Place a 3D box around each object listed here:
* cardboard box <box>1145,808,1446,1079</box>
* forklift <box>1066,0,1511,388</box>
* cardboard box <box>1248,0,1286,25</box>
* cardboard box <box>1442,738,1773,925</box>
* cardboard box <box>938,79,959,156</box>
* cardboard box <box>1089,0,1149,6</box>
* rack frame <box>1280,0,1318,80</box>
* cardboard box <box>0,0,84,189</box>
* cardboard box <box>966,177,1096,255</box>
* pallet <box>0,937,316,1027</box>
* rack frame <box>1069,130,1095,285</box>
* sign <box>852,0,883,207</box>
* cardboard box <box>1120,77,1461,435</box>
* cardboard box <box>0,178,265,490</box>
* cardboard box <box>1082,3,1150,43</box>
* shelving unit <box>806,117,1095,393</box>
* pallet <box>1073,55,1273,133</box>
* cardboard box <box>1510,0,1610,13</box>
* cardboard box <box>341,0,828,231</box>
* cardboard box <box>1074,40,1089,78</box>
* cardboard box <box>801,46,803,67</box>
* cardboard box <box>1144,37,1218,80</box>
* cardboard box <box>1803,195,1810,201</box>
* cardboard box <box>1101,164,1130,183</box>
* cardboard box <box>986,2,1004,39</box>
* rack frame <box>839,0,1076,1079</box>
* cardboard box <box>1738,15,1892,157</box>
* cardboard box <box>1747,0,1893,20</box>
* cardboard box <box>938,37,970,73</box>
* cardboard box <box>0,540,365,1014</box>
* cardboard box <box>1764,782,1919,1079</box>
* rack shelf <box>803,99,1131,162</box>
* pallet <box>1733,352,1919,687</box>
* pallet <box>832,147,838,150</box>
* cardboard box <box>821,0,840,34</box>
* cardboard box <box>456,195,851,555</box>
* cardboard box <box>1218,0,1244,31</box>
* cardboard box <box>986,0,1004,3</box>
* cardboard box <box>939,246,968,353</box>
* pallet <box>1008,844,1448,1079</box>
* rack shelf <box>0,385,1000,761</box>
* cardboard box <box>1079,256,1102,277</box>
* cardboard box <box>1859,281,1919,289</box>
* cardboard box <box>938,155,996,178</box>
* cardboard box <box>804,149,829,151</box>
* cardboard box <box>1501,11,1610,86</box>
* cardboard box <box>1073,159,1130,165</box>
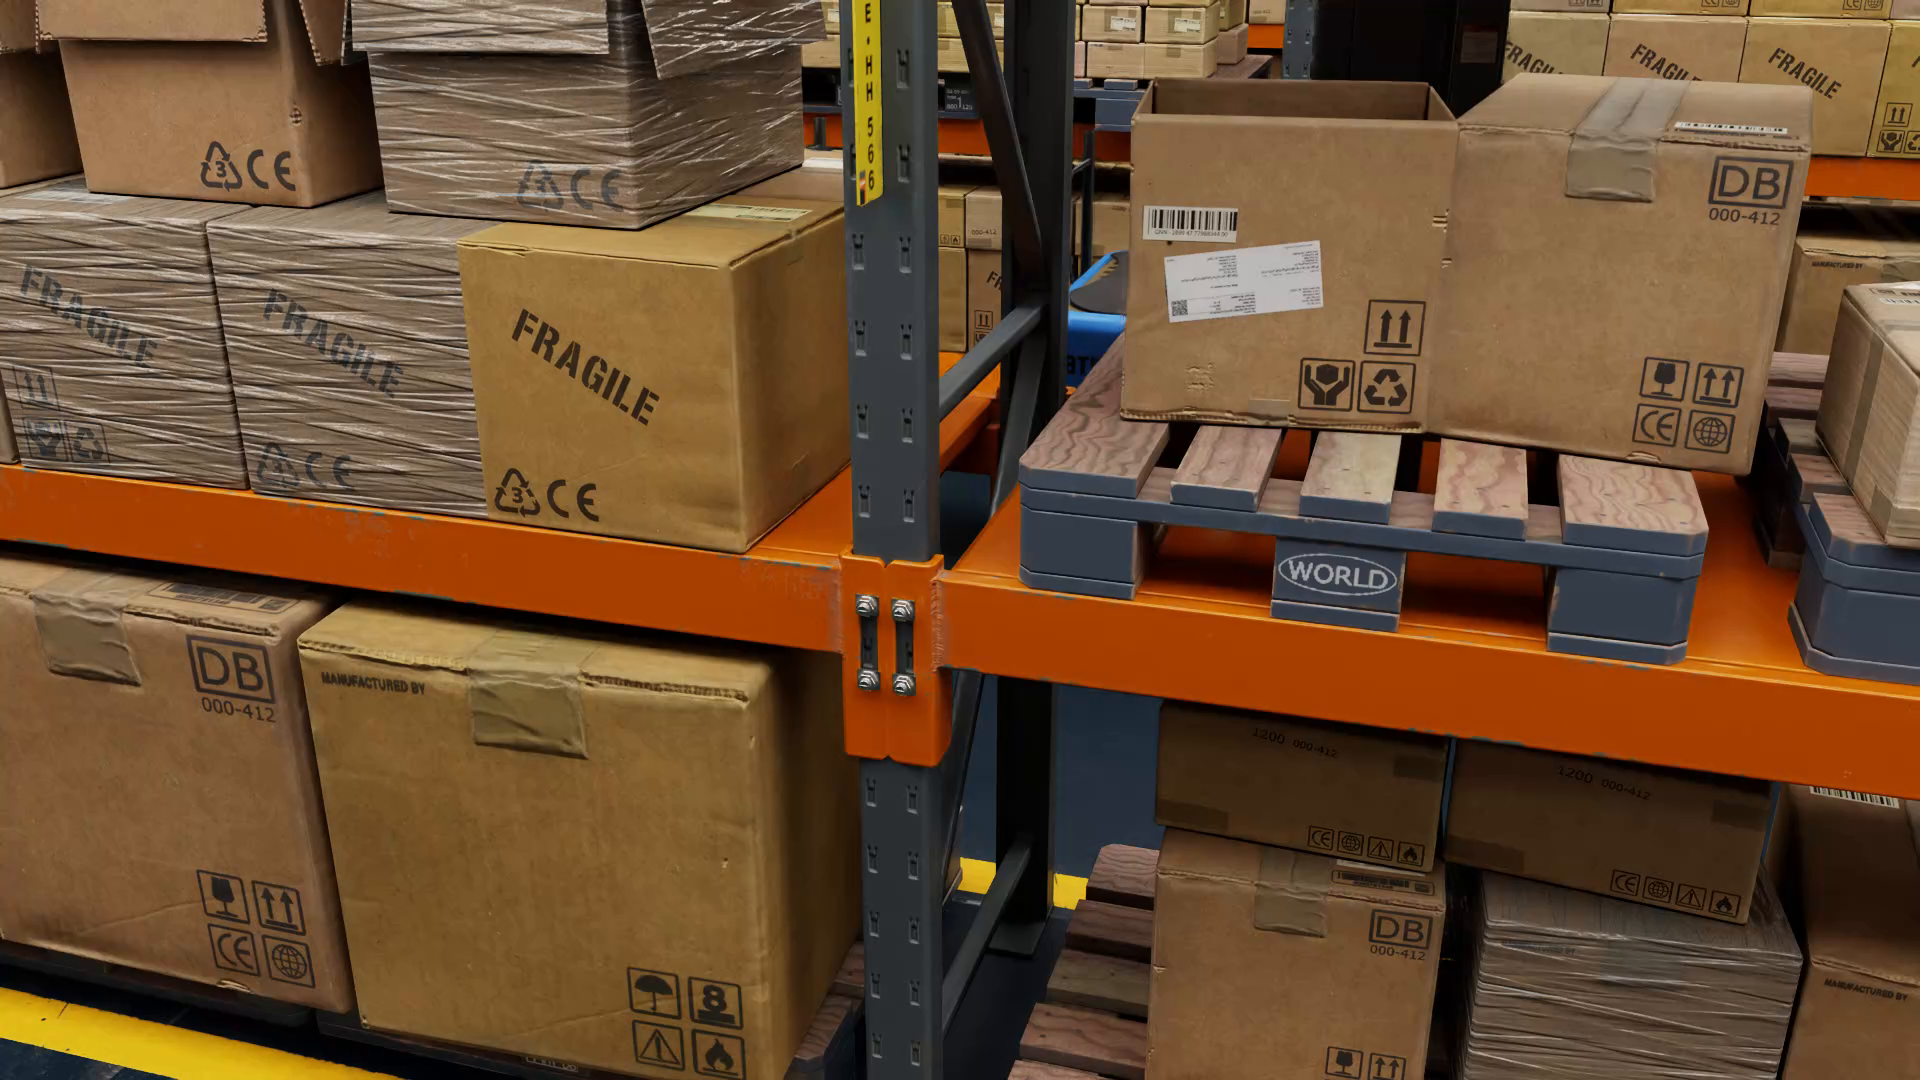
[{"bbox_3d":[0.673,0.706,3.310,0.500,0.500,0.700,5,23,13],"label":"cardboard box"},{"bbox_3d":[1.804,-1.075,5.029,3.031,2.935,1.130,7,23,17],"label":"forklift"},{"bbox_3d":[2.330,-3.805,11.792,0.500,0.250,0.500,6,23,14],"label":"cardboard box"},{"bbox_3d":[1.187,0.410,3.044,0.500,0.250,0.500,9,24,21],"label":"cardboard box"},{"bbox_3d":[-0.324,-3.524,13.156,0.875,0.875,0.875,7,23,17],"label":"cardboard box"},{"bbox_3d":[0.714,-2.373,7.096,0.250,0.149,0.380,6,23,15],"label":"cardboard box"},{"bbox_3d":[1.556,-2.104,7.447,0.127,3.000,1.000,7,23,16],"label":"rack frame"},{"bbox_3d":[-1.936,-1.053,3.431,0.637,0.503,0.797,7,23,17],"label":"cardboard box"},{"bbox_3d":[0.339,-1.520,7.775,0.500,0.250,0.500,7,23,16],"label":"cardboard box"},{"bbox_3d":[-1.871,0.729,4.215,1.213,0.211,1.003,7,23,16],"label":"pallet"},{"bbox_3d":[0.382,-0.648,5.875,0.032,1.500,0.500,7,23,17],"label":"rack frame"},{"bbox_3d":[-0.131,-0.647,2.368,0.005,0.325,0.100,7,23,16],"label":"sign"},{"bbox_3d":[0.555,-0.509,2.873,0.500,0.500,0.500,4,23,9],"label":"cardboard box"},{"bbox_3d":[-1.492,-0.436,3.248,0.500,0.500,0.500,6,23,14],"label":"cardboard box"},{"bbox_3d":[0.695,-2.237,7.157,0.250,0.149,0.380,7,23,18],"label":"cardboard box"},{"bbox_3d":[-0.110,-0.710,6.024,1.083,1.500,0.587,7,23,17],"label":"shelving unit"},{"bbox_3d":[0.843,-2.055,7.579,1.003,0.211,1.213,7,23,16],"label":"pallet"},{"bbox_3d":[2.467,-2.505,6.975,0.500,0.500,0.700,6,23,15],"label":"cardboard box"},{"bbox_3d":[-0.669,-0.909,3.081,0.637,0.503,0.797,7,23,17],"label":"cardboard box"},{"bbox_3d":[0.467,-2.125,7.276,0.250,0.149,0.380,7,23,16],"label":"cardboard box"},{"bbox_3d":[-0.778,-2.269,7.627,0.250,0.149,0.380,6,23,15],"label":"cardboard box"},{"bbox_3d":[0.951,-2.069,7.139,0.250,0.149,0.380,7,23,16],"label":"cardboard box"},{"bbox_3d":[5.526,-2.588,11.535,0.625,0.372,0.950,8,24,19],"label":"cardboard box"},{"bbox_3d":[0.965,-1.652,8.098,0.500,0.250,0.500,5,23,13],"label":"cardboard box"},{"bbox_3d":[0.203,-2.292,7.292,0.250,0.149,0.380,7,23,16],"label":"cardboard box"},{"bbox_3d":[0.026,-0.313,3.080,0.127,3.000,1.000,7,23,16],"label":"rack frame"},{"bbox_3d":[3.354,-1.837,6.665,0.500,0.500,0.500,6,23,15],"label":"cardboard box"},{"bbox_3d":[3.448,-2.394,6.704,0.500,0.500,0.700,6,23,15],"label":"cardboard box"},{"bbox_3d":[-0.029,-2.183,7.416,0.250,0.149,0.380,6,23,13],"label":"cardboard box"},{"bbox_3d":[-1.480,0.292,3.852,0.875,0.875,1.225,7,23,16],"label":"cardboard box"},{"bbox_3d":[1.753,0.822,3.028,0.500,0.500,0.700,9,24,20],"label":"cardboard box"},{"bbox_3d":[-0.359,-1.990,8.118,4.000,0.370,1.077,7,23,16],"label":"rack shelf"},{"bbox_3d":[1.933,-0.022,2.624,1.213,0.211,1.003,7,23,16],"label":"pallet"},{"bbox_3d":[-1.646,-3.174,13.729,1.213,0.211,1.003,7,23,16],"label":"pallet"},{"bbox_3d":[-0.532,-2.377,7.498,0.250,0.149,0.380,6,23,14],"label":"cardboard box"},{"bbox_3d":[-0.518,-0.323,2.974,0.500,0.500,0.500,7,23,17],"label":"cardboard box"},{"bbox_3d":[1.151,-2.446,7.665,0.250,0.149,0.380,8,24,18],"label":"cardboard box"},{"bbox_3d":[0.207,-2.429,7.234,0.250,0.149,0.380,7,23,17],"label":"cardboard box"},{"bbox_3d":[-0.157,-1.229,8.055,0.500,0.500,0.500,5,23,13],"label":"cardboard box"},{"bbox_3d":[0.774,1.063,3.399,1.213,0.211,1.003,7,23,16],"label":"pallet"},{"bbox_3d":[-1.889,-0.199,3.751,4.000,0.370,1.077,7,23,16],"label":"rack shelf"},{"bbox_3d":[0.850,-1.119,7.786,0.500,0.500,0.500,6,23,15],"label":"cardboard box"},{"bbox_3d":[1.701,-0.360,2.820,0.258,0.266,0.396,6,23,14],"label":"cardboard box"},{"bbox_3d":[0.010,-1.767,8.377,0.500,0.250,0.500,7,23,16],"label":"cardboard box"},{"bbox_3d":[-1.000,-1.876,8.644,0.500,0.250,0.500,8,24,18],"label":"cardboard box"},{"bbox_3d":[2.395,-1.948,6.935,0.500,0.500,0.500,6,23,15],"label":"cardboard box"},{"bbox_3d":[1.399,-3.330,12.682,0.875,0.875,0.875,7,23,16],"label":"cardboard box"}]
